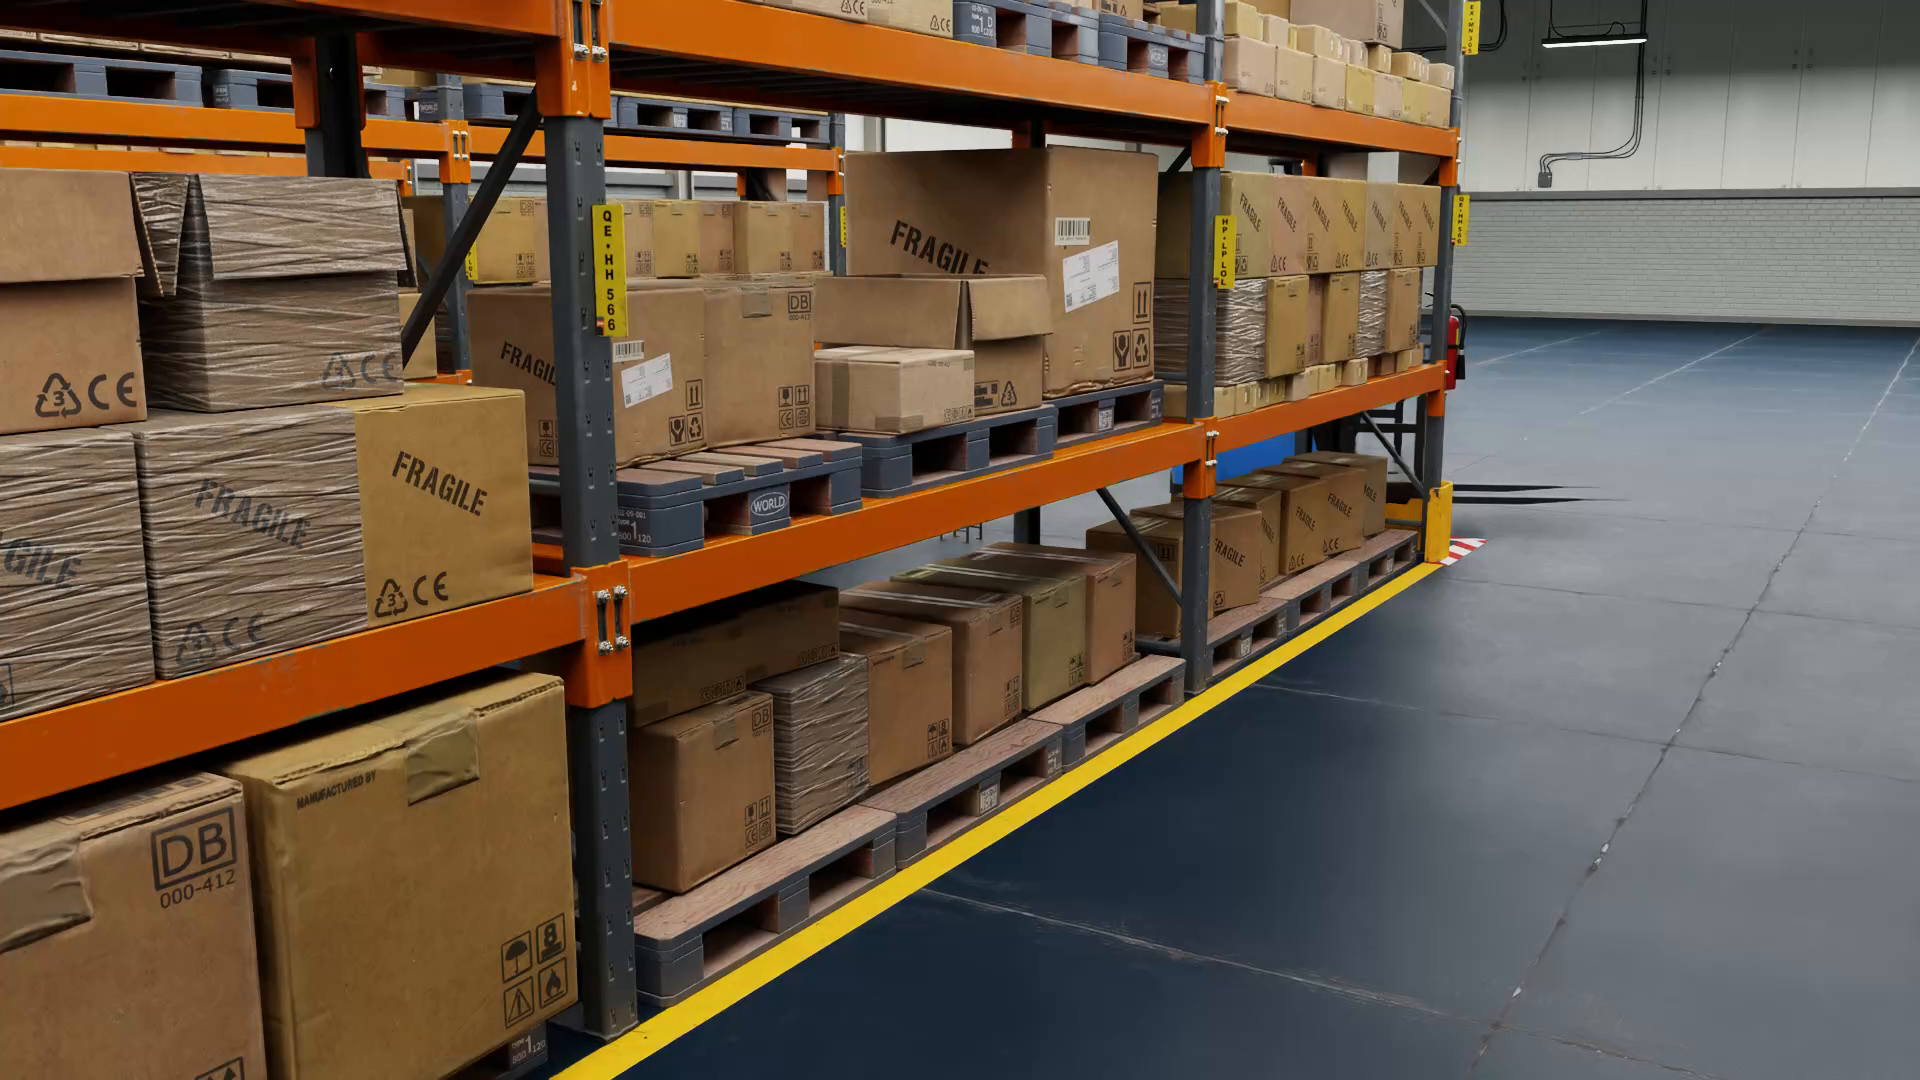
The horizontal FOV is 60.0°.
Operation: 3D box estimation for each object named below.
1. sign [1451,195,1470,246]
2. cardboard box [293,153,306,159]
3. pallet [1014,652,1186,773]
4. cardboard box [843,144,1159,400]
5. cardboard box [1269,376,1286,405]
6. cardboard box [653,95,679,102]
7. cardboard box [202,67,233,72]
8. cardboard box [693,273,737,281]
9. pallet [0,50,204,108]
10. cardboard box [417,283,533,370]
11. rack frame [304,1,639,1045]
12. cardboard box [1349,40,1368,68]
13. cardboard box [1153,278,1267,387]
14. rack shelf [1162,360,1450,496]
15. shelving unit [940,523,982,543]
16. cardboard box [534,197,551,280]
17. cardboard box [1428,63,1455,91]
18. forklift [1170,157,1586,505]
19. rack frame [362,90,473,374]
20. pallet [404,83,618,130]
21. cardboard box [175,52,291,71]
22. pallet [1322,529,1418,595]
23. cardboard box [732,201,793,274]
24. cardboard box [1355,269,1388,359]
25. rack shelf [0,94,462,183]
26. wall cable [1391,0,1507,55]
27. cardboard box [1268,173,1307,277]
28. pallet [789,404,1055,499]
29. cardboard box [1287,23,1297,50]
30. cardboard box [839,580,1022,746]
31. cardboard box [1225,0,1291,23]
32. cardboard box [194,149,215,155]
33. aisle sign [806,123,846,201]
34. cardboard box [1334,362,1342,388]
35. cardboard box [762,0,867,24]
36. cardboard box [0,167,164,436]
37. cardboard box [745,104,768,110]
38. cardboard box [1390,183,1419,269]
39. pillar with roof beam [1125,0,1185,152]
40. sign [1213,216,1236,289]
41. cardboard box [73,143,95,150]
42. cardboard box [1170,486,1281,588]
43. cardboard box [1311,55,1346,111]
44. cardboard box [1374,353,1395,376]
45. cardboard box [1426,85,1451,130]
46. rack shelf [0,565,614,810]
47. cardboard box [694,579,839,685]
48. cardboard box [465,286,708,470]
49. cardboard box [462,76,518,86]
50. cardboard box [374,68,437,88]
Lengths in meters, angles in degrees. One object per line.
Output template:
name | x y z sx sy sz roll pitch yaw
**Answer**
sign | 3.264 -2.084 10.843 0.100 0.325 0.005 6 12 31
cardboard box | -6.073 -3.516 15.030 0.380 0.149 0.250 6 12 31
pallet | 0.320 0.707 7.520 1.003 0.211 1.213 6 12 31
cardboard box | 0.191 -1.176 7.229 1.000 1.000 1.000 6 12 31
cardboard box | 1.461 -0.788 8.611 0.380 0.149 0.250 6 12 31
cardboard box | -2.194 -3.147 11.644 0.380 0.149 0.250 7 12 31
cardboard box | -4.214 -2.743 9.489 0.250 0.149 0.380 6 12 31
cardboard box | -2.206 -1.752 12.667 0.875 0.550 0.550 6 12 31
pallet | -4.673 -2.311 8.424 1.003 0.211 1.213 7 13 33
cardboard box | -3.282 -1.409 10.837 0.875 0.550 0.550 6 12 31
rack frame | -1.354 -0.157 4.558 1.000 3.000 0.127 6 12 31
cardboard box | 2.059 -2.696 9.291 0.380 0.149 0.250 6 12 28
cardboard box | 1.010 -1.047 8.228 0.875 0.500 0.500 6 12 31
rack shelf | 1.762 -0.747 9.665 1.077 0.370 4.000 6 12 31
shelving unit | 0.008 -0.592 11.770 0.258 1.200 0.189 6 12 31
cardboard box | -3.056 -2.033 11.235 0.875 0.550 0.550 6 12 31
cardboard box | 2.922 -2.939 10.587 0.380 0.149 0.250 6 12 31
forklift | 3.145 -1.612 12.515 3.031 2.935 1.130 1 11 6
rack frame | -3.463 -1.276 10.534 1.000 3.000 0.127 6 12 31
pallet | -3.030 -2.835 10.949 1.003 0.211 1.213 6 12 31
cardboard box | -3.917 -2.717 9.075 0.500 0.250 0.500 6 12 30
pallet | 2.308 0.091 10.807 1.003 0.211 1.213 6 12 31
cardboard box | -1.819 -2.360 12.980 0.875 0.550 0.550 6 12 31
cardboard box | 2.037 -1.362 9.915 0.875 0.500 0.500 6 12 31
rack shelf | -4.502 -2.083 8.644 1.077 0.370 4.000 6 12 31
wall cable | 12.146 -13.454 41.634 3.097 2.526 0.112 6 12 31
cardboard box | 1.432 -1.599 8.459 0.500 0.500 0.500 6 12 31
pallet | -0.361 -0.378 6.260 1.003 0.211 1.213 6 12 31
cardboard box | 1.485 -2.537 8.439 0.380 0.149 0.250 7 13 32
cardboard box | -0.168 0.482 6.742 0.700 0.500 0.500 5 12 26
cardboard box | 1.798 -3.123 9.811 0.500 0.500 0.500 6 12 30
cardboard box | -6.572 -3.353 14.157 0.380 0.149 0.250 6 12 31
aisle sign | -1.094 -3.166 13.562 0.394 0.787 0.004 6 12 31
cardboard box | 1.950 -0.949 9.469 0.380 0.149 0.250 6 12 31
cardboard box | -0.625 -1.688 4.992 0.500 0.250 0.500 7 13 32
cardboard box | -2.088 -0.484 3.305 0.797 0.503 0.637 7 13 32
cardboard box | -1.666 -3.307 12.502 0.380 0.149 0.250 7 12 31
cardboard box | 2.471 -1.913 10.139 0.500 0.500 0.500 6 12 31
pillar with roof beam | 8.209 -10.068 41.194 9.100 9.000 0.548 6 12 31
sign | 1.199 -1.303 7.532 0.100 0.325 0.005 6 12 31
cardboard box | -7.157 -3.195 13.315 0.380 0.149 0.250 6 12 31
cardboard box | 1.511 -0.019 9.472 0.500 0.500 0.500 5 12 26
cardboard box | 1.713 -2.394 8.763 0.500 0.250 0.500 6 12 28
cardboard box | 2.469 -1.106 10.309 0.380 0.149 0.250 6 12 31
cardboard box | 2.767 -2.716 10.482 0.500 0.250 0.500 7 13 32
rack shelf | -2.392 0.511 2.944 1.077 0.370 4.000 6 12 31
cardboard box | -0.765 0.294 5.708 0.500 0.250 0.500 8 13 37
cardboard box | -1.107 -0.502 4.984 0.500 0.500 0.500 5 12 24
cardboard box | -2.984 -2.907 10.366 0.380 0.149 0.250 6 12 30
cardboard box | -3.548 -2.971 10.703 0.380 0.149 0.250 6 12 30
